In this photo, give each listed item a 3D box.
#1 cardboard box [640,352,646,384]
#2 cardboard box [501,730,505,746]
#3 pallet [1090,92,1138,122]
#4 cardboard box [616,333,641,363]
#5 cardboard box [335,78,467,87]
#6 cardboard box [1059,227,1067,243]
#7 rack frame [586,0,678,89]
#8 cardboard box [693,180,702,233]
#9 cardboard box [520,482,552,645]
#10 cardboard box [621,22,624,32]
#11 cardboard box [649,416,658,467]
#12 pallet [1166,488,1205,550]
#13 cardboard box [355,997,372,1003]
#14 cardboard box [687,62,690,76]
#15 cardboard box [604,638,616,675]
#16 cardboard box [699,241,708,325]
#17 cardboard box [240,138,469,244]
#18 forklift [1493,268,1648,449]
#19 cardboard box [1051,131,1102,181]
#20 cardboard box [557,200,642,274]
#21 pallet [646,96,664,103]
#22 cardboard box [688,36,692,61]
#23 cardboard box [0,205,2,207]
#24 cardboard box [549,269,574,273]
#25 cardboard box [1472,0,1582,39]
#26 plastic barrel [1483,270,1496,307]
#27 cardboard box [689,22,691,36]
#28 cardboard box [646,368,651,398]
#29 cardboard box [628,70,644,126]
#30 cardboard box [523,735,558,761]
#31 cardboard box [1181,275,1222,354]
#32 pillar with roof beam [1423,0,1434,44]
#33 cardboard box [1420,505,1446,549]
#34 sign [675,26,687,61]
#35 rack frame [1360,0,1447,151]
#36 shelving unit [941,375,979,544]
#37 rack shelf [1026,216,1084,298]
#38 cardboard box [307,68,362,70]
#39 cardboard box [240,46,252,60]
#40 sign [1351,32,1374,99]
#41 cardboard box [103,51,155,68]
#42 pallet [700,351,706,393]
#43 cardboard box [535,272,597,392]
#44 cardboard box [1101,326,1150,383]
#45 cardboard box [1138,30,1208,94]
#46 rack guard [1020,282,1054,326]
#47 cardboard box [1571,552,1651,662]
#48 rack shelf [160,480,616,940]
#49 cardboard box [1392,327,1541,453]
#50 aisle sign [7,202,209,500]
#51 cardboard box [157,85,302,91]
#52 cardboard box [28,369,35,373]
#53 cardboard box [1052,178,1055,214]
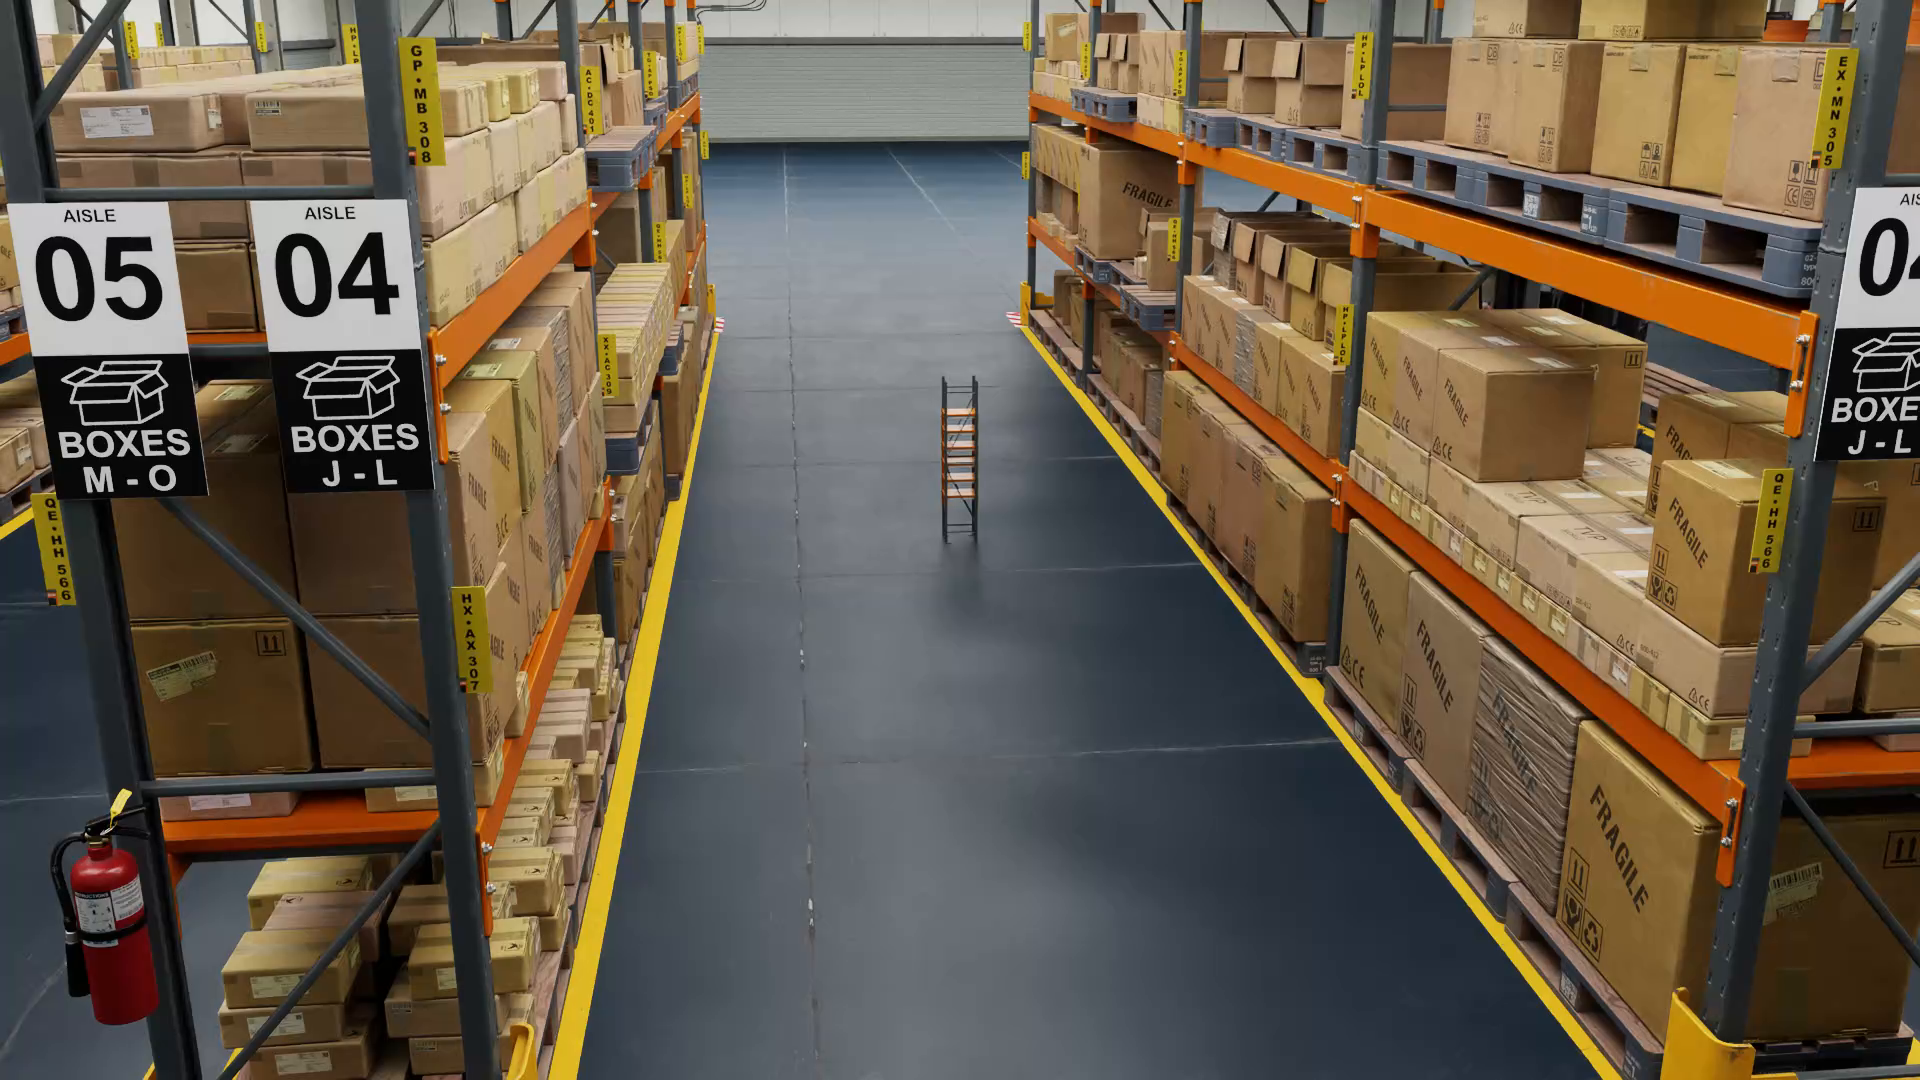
[{"bbox_3d":[-2.002,-0.980,9.513,0.380,0.149,0.250,-1,17,-4],"label":"cardboard box"},{"bbox_3d":[-1.725,0.658,5.492,0.380,0.149,0.250,-1,17,-4],"label":"cardboard box"},{"bbox_3d":[1.824,-3.824,14.656,1.213,0.211,1.003,-2,18,-6],"label":"pallet"},{"bbox_3d":[-1.981,-1.051,9.242,0.380,0.149,0.250,-1,17,-4],"label":"cardboard box"},{"bbox_3d":[-1.877,-1.478,5.619,0.380,0.149,0.250,-1,17,-4],"label":"cardboard box"},{"bbox_3d":[1.301,-3.361,18.295,0.380,0.149,0.250,-2,18,-6],"label":"cardboard box"},{"bbox_3d":[-3.188,-5.718,15.367,1.000,3.000,0.127,-2,18,-6],"label":"rack frame"},{"bbox_3d":[-3.439,-3.847,19.172,0.875,0.550,0.550,-2,18,-6],"label":"cardboard box"},{"bbox_3d":[-1.840,0.083,6.243,0.500,0.500,0.500,-2,17,-5],"label":"cardboard box"},{"bbox_3d":[-3.672,-5.271,17.170,0.380,0.149,0.250,-2,18,-6],"label":"cardboard box"},{"bbox_3d":[-2.381,-0.684,11.567,0.500,0.250,0.500,-2,17,-5],"label":"cardboard box"},{"bbox_3d":[2.175,-0.219,12.524,1.003,0.211,1.213,-2,18,-6],"label":"pallet"},{"bbox_3d":[-2.339,1.655,5.955,0.380,0.149,0.250,-1,17,-4],"label":"cardboard box"},{"bbox_3d":[-3.021,-4.913,17.363,0.380,0.149,0.250,-2,18,-6],"label":"cardboard box"},{"bbox_3d":[-2.014,0.630,8.725,0.380,0.149,0.250,-1,17,-5],"label":"cardboard box"},{"bbox_3d":[-3.465,-3.034,19.680,0.875,0.875,0.875,-2,18,-5],"label":"cardboard box"},{"bbox_3d":[-1.738,-1.020,4.827,0.500,0.250,0.500,-1,17,-5],"label":"cardboard box"},{"bbox_3d":[4.841,-1.834,13.126,1.130,2.935,3.031,11,21,32],"label":"forklift"},{"bbox_3d":[1.284,-4.218,18.272,0.500,0.500,0.500,-2,18,-6],"label":"cardboard box"},{"bbox_3d":[-2.812,-2.323,12.732,0.700,0.500,0.500,-2,18,-6],"label":"cardboard box"},{"bbox_3d":[-3.013,-3.528,13.715,1.003,0.211,1.213,-1,17,-3],"label":"pallet"},{"bbox_3d":[-3.119,-5.211,17.646,0.500,0.250,0.500,-2,18,-5],"label":"cardboard box"},{"bbox_3d":[-8.185,-2.464,13.655,0.500,0.500,0.500,-2,18,-8],"label":"cardboard box"},{"bbox_3d":[-2.890,-1.805,11.643,0.380,0.149,0.250,-2,18,-7],"label":"cardboard box"},{"bbox_3d":[2.672,-2.400,7.518,0.500,0.250,0.500,-3,18,-9],"label":"cardboard box"},{"bbox_3d":[6.466,-2.994,20.158,0.421,0.512,0.421,0,17,0],"label":"plastic barrel"},{"bbox_3d":[-3.071,-5.443,17.719,0.380,0.149,0.250,-2,18,-5],"label":"cardboard box"},{"bbox_3d":[-2.027,-0.916,9.806,0.380,0.149,0.250,-2,18,-5],"label":"cardboard box"},{"bbox_3d":[-2.464,-2.981,11.488,0.500,0.500,0.500,-2,18,-6],"label":"cardboard box"},{"bbox_3d":[-1.943,0.965,7.159,0.380,0.149,0.250,-2,18,-6],"label":"cardboard box"},{"bbox_3d":[1.948,-1.682,12.359,0.500,0.500,0.500,-1,17,-4],"label":"cardboard box"},{"bbox_3d":[9.681,-16.115,48.485,9.100,9.000,0.400,-2,18,-6],"label":"pillar with roof beam"},{"bbox_3d":[2.391,-0.066,7.799,0.380,0.149,0.250,-2,18,-6],"label":"cardboard box"},{"bbox_3d":[-2.649,-4.703,15.754,0.100,0.325,0.005,-2,18,-6],"label":"sign"},{"bbox_3d":[2.581,-3.458,8.167,1.000,3.000,0.127,-2,18,-6],"label":"rack frame"},{"bbox_3d":[-0.001,-0.577,12.011,0.258,1.200,0.189,-2,18,-6],"label":"shelving unit"},{"bbox_3d":[1.550,-3.232,18.663,1.077,0.370,4.000,-2,18,-6],"label":"rack shelf"},{"bbox_3d":[-2.468,-1.856,6.824,0.380,0.149,0.250,-2,18,-7],"label":"cardboard box"},{"bbox_3d":[-8.185,-5.465,18.655,0.380,0.149,0.250,-2,18,-5],"label":"cardboard box"},{"bbox_3d":[2.042,-2.404,8.429,0.100,0.325,0.005,-2,18,-6],"label":"sign"},{"bbox_3d":[-7.865,-4.545,15.726,0.380,0.149,0.250,-1,17,-4],"label":"cardboard box"},{"bbox_3d":[-3.188,-1.754,17.413,1.003,0.211,1.213,-2,18,-6],"label":"pallet"},{"bbox_3d":[-2.045,-1.007,8.045,0.500,0.500,0.500,-2,18,-8],"label":"cardboard box"},{"bbox_3d":[1.798,-1.813,16.381,0.700,0.500,0.500,-3,18,-10],"label":"cardboard box"},{"bbox_3d":[1.771,-3.939,13.708,0.500,0.500,0.500,-1,17,-5],"label":"cardboard box"},{"bbox_3d":[1.351,-2.955,20.756,1.175,0.500,0.348,-2,18,-6],"label":"rack guard"},{"bbox_3d":[2.628,0.239,6.163,0.500,0.250,0.500,-2,18,-7],"label":"cardboard box"},{"bbox_3d":[-2.156,0.467,6.883,1.077,0.370,4.000,-2,18,-6],"label":"rack shelf"},{"bbox_3d":[2.419,-0.726,7.984,0.500,0.500,0.500,-2,18,-6],"label":"cardboard box"},{"bbox_3d":[-2.241,-0.490,4.389,0.394,0.787,0.004,-2,18,-6],"label":"aisle sign"},{"bbox_3d":[-2.232,-1.312,5.090,0.380,0.149,0.250,-2,18,-7],"label":"cardboard box"},{"bbox_3d":[-8.044,-1.463,15.516,0.950,0.372,0.625,-2,17,-5],"label":"cardboard box"},{"bbox_3d":[1.544,-4.050,19.407,0.875,0.500,0.500,-2,18,-6],"label":"cardboard box"}]
